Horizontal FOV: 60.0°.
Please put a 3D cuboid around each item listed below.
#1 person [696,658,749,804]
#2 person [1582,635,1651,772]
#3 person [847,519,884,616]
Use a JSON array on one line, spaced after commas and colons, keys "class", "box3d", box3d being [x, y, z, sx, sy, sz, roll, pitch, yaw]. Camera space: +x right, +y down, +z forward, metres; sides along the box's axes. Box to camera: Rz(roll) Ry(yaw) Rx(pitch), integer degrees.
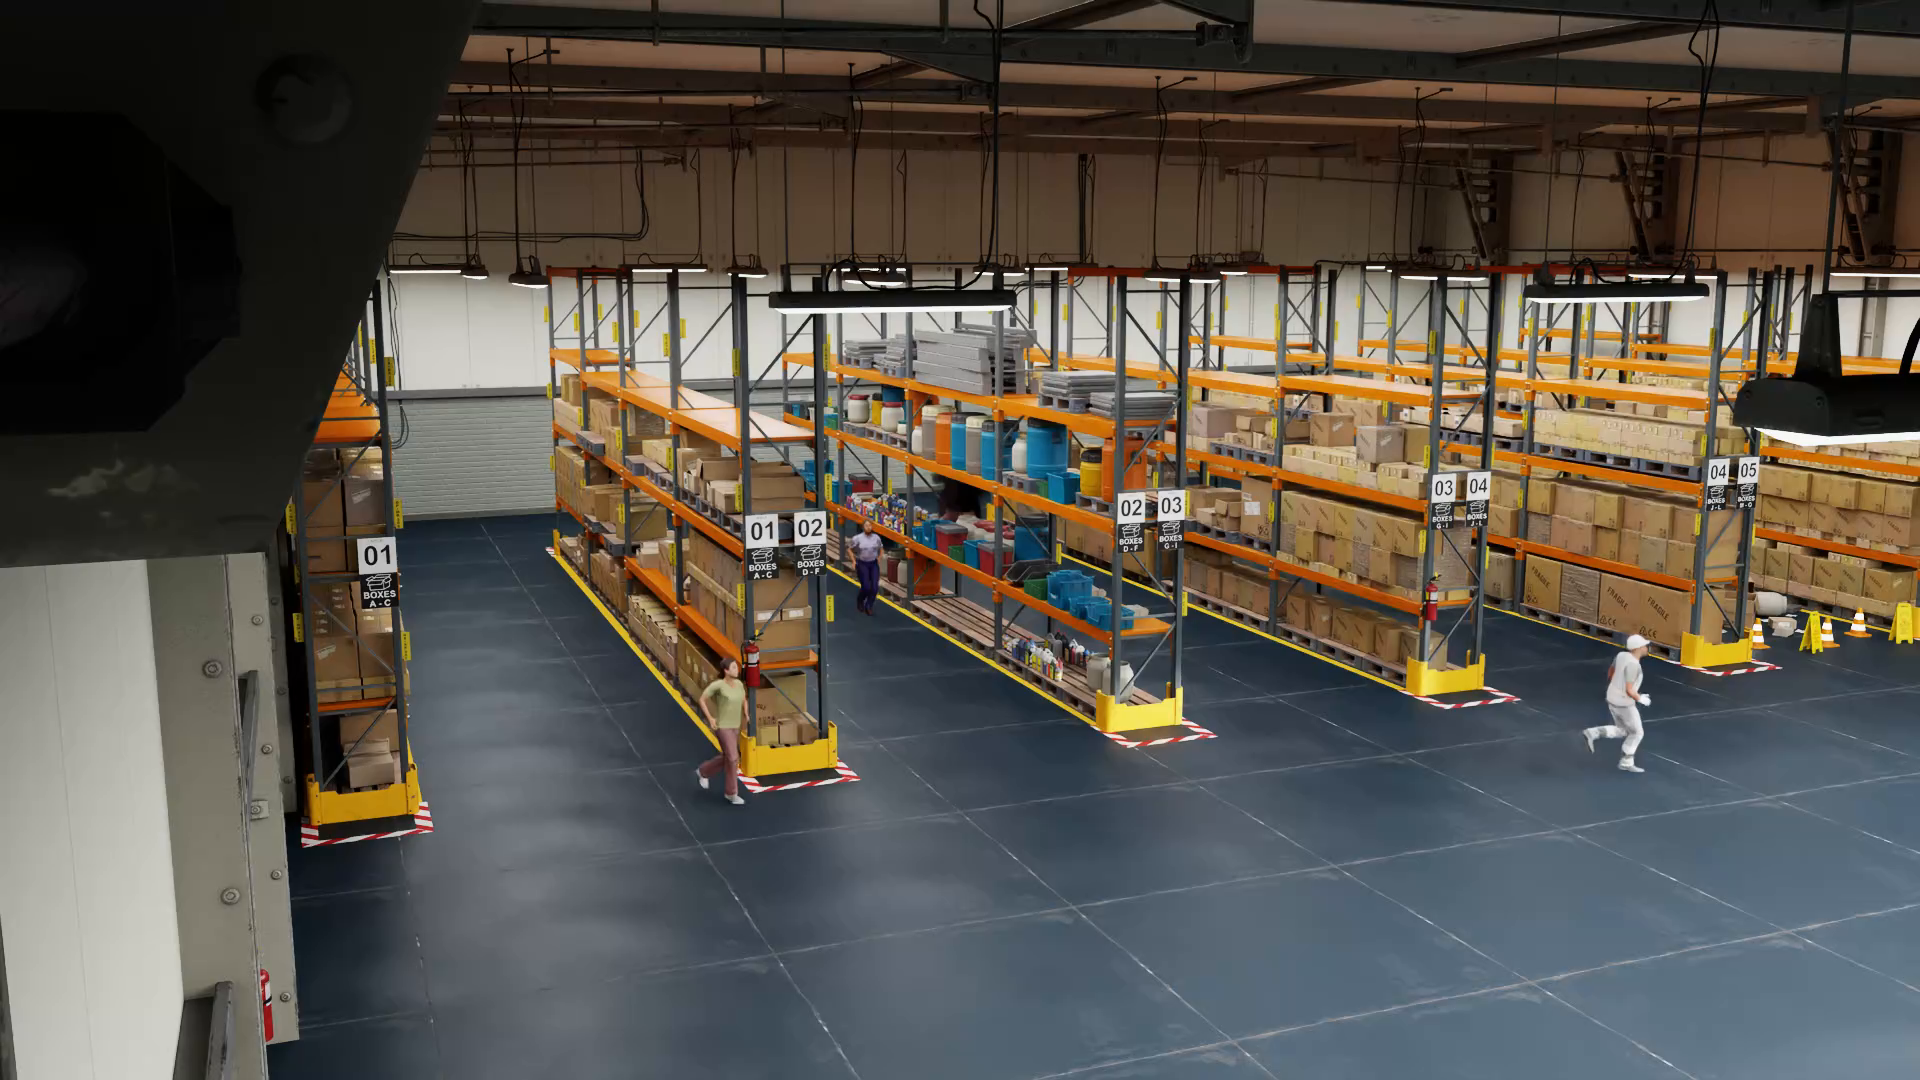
[{"class": "person", "box3d": [-2.732, 2.189, 19.426, 0.785, 1.669, 0.603, 7, 12, 36]}, {"class": "person", "box3d": [8.016, 2.002, 20.290, 0.760, 1.749, 0.685, 1, 10, 3]}, {"class": "person", "box3d": [-1.529, 0.472, 27.720, 0.615, 1.602, 0.500, -4, 11, -21]}]
